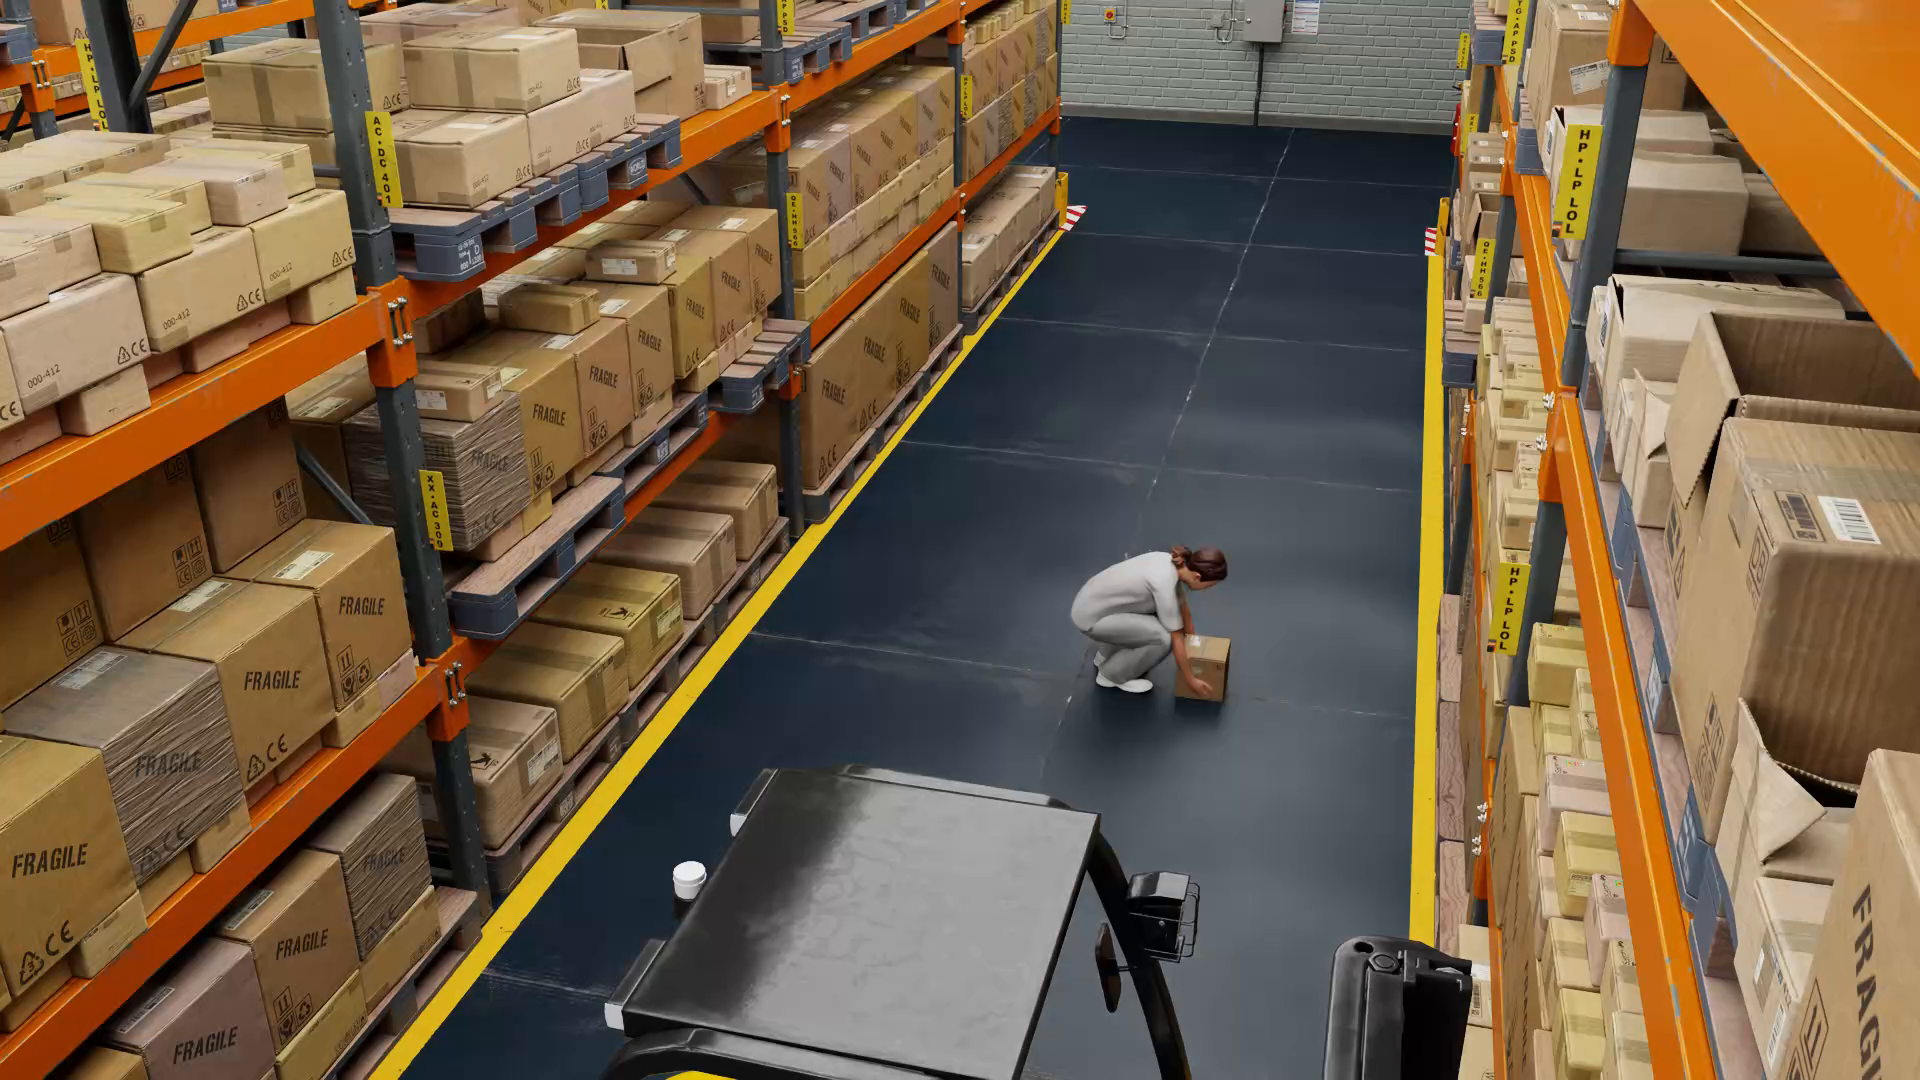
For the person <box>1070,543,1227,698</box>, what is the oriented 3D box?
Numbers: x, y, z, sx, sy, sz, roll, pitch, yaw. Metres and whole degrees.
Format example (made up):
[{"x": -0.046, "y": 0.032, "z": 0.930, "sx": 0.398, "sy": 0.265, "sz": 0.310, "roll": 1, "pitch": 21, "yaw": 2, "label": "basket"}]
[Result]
[{"x": 0.992, "y": 0.393, "z": 8.814, "sx": 0.803, "sy": 0.807, "sz": 0.470, "roll": 6, "pitch": 26, "yaw": 13, "label": "person"}]
